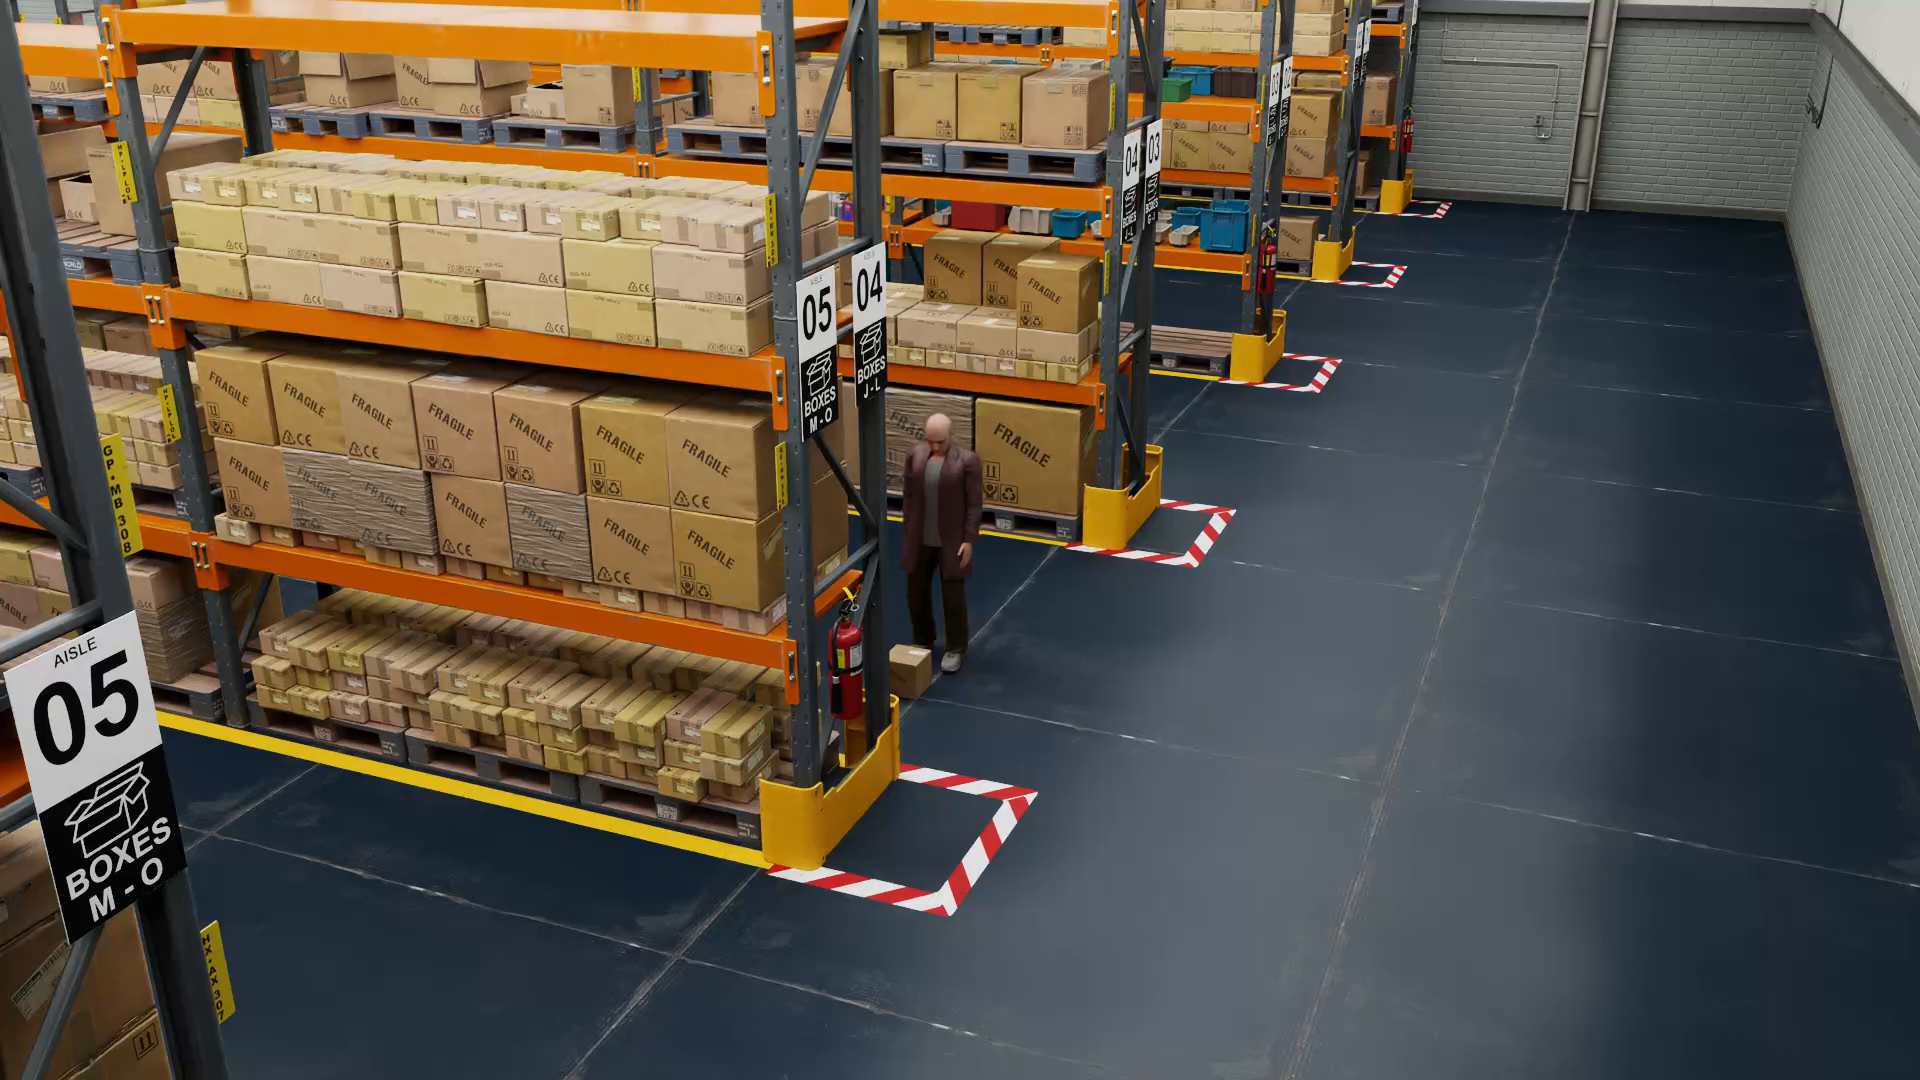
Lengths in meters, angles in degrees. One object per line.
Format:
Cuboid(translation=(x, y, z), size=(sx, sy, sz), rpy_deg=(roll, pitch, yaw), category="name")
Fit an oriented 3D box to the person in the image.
Cuboid(translation=(-0.132, 0.008, 10.982), size=(0.569, 1.762, 0.381), rpy_deg=(9, 24, 21), category="person")
